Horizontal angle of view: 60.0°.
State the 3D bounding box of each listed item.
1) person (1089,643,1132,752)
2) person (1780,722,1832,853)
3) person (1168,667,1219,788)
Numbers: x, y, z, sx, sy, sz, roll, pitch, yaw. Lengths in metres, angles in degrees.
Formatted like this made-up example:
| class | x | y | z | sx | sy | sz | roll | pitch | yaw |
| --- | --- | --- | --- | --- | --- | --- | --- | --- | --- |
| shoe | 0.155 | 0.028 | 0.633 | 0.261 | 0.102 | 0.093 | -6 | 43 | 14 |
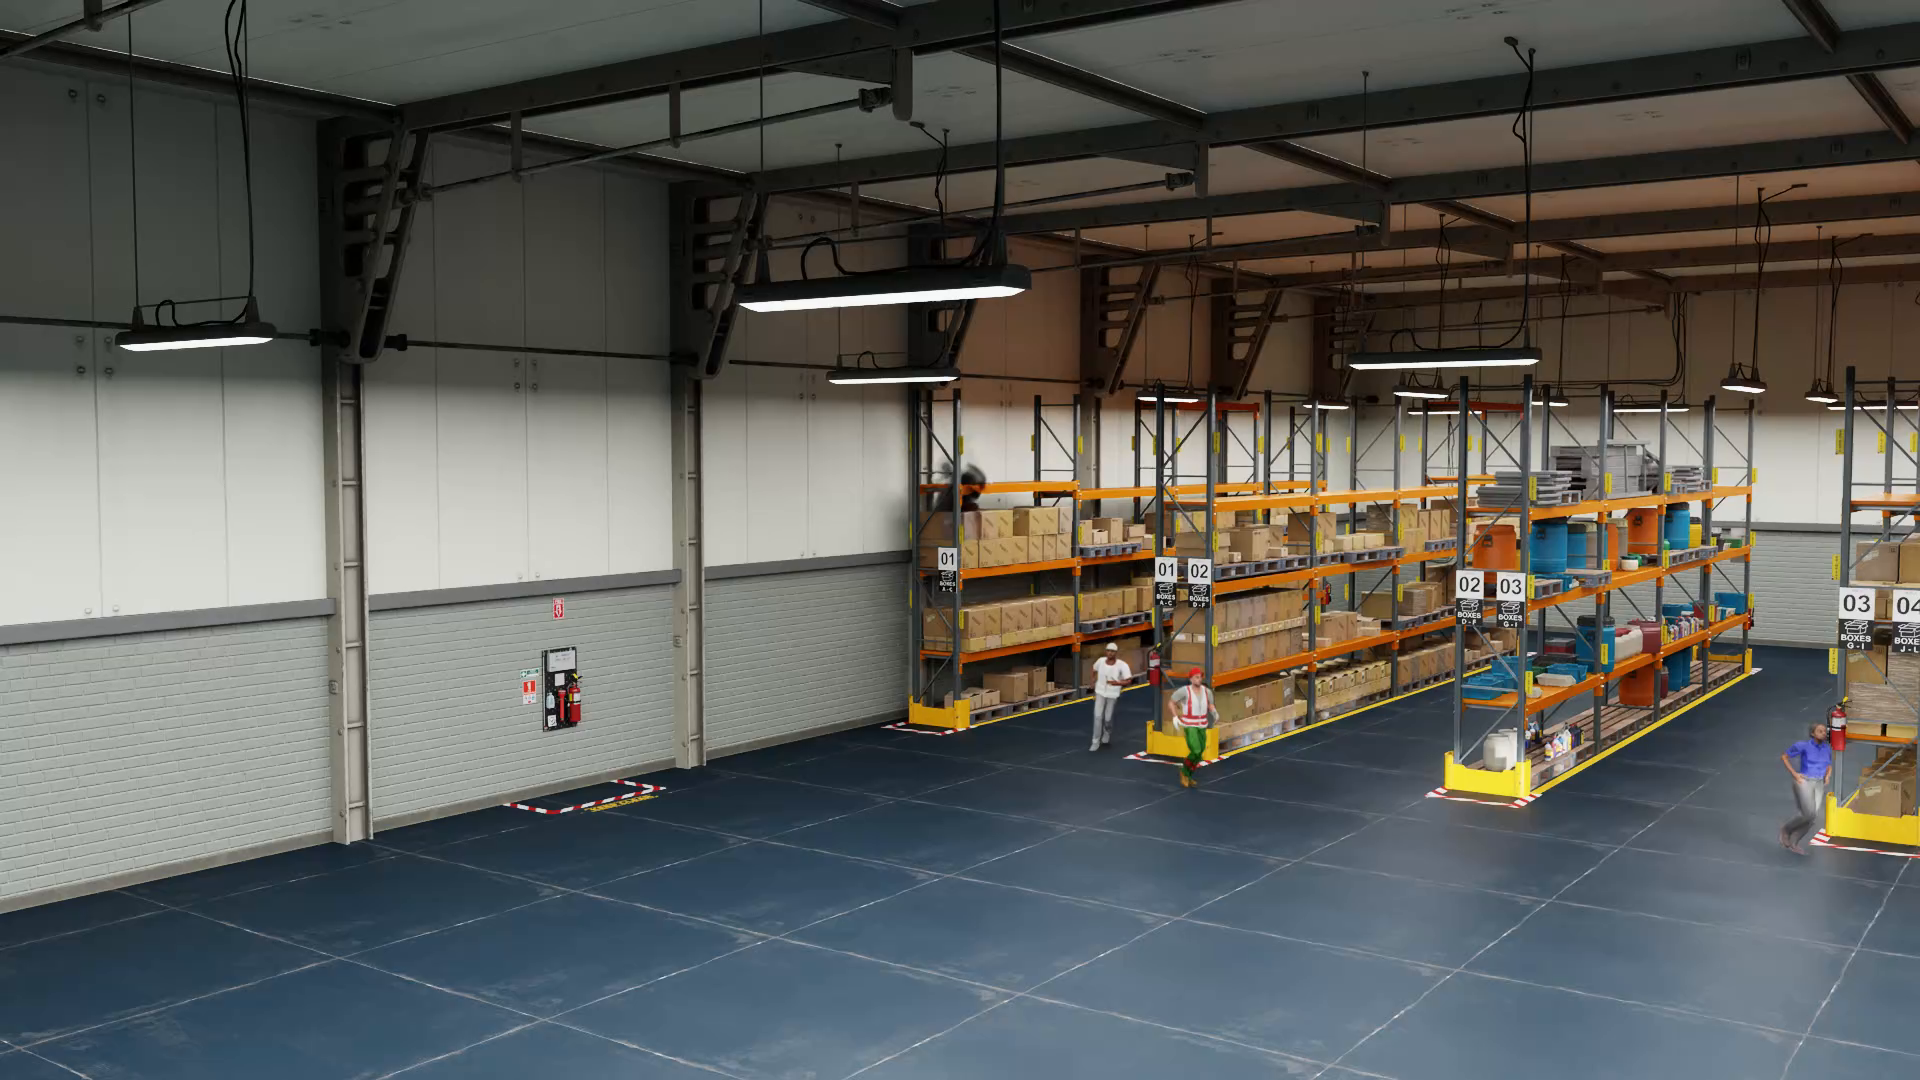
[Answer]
| class | x | y | z | sx | sy | sz | roll | pitch | yaw |
| --- | --- | --- | --- | --- | --- | --- | --- | --- | --- |
| person | 2.482 | 2.572 | 27.472 | 0.727 | 1.769 | 0.919 | 1 | 3 | 18 |
| person | 10.438 | 3.045 | 20.389 | 0.568 | 1.618 | 0.512 | -1 | 3 | -11 |
| person | 3.449 | 2.732 | 24.195 | 0.655 | 1.760 | 0.659 | -2 | 4 | -26 |
